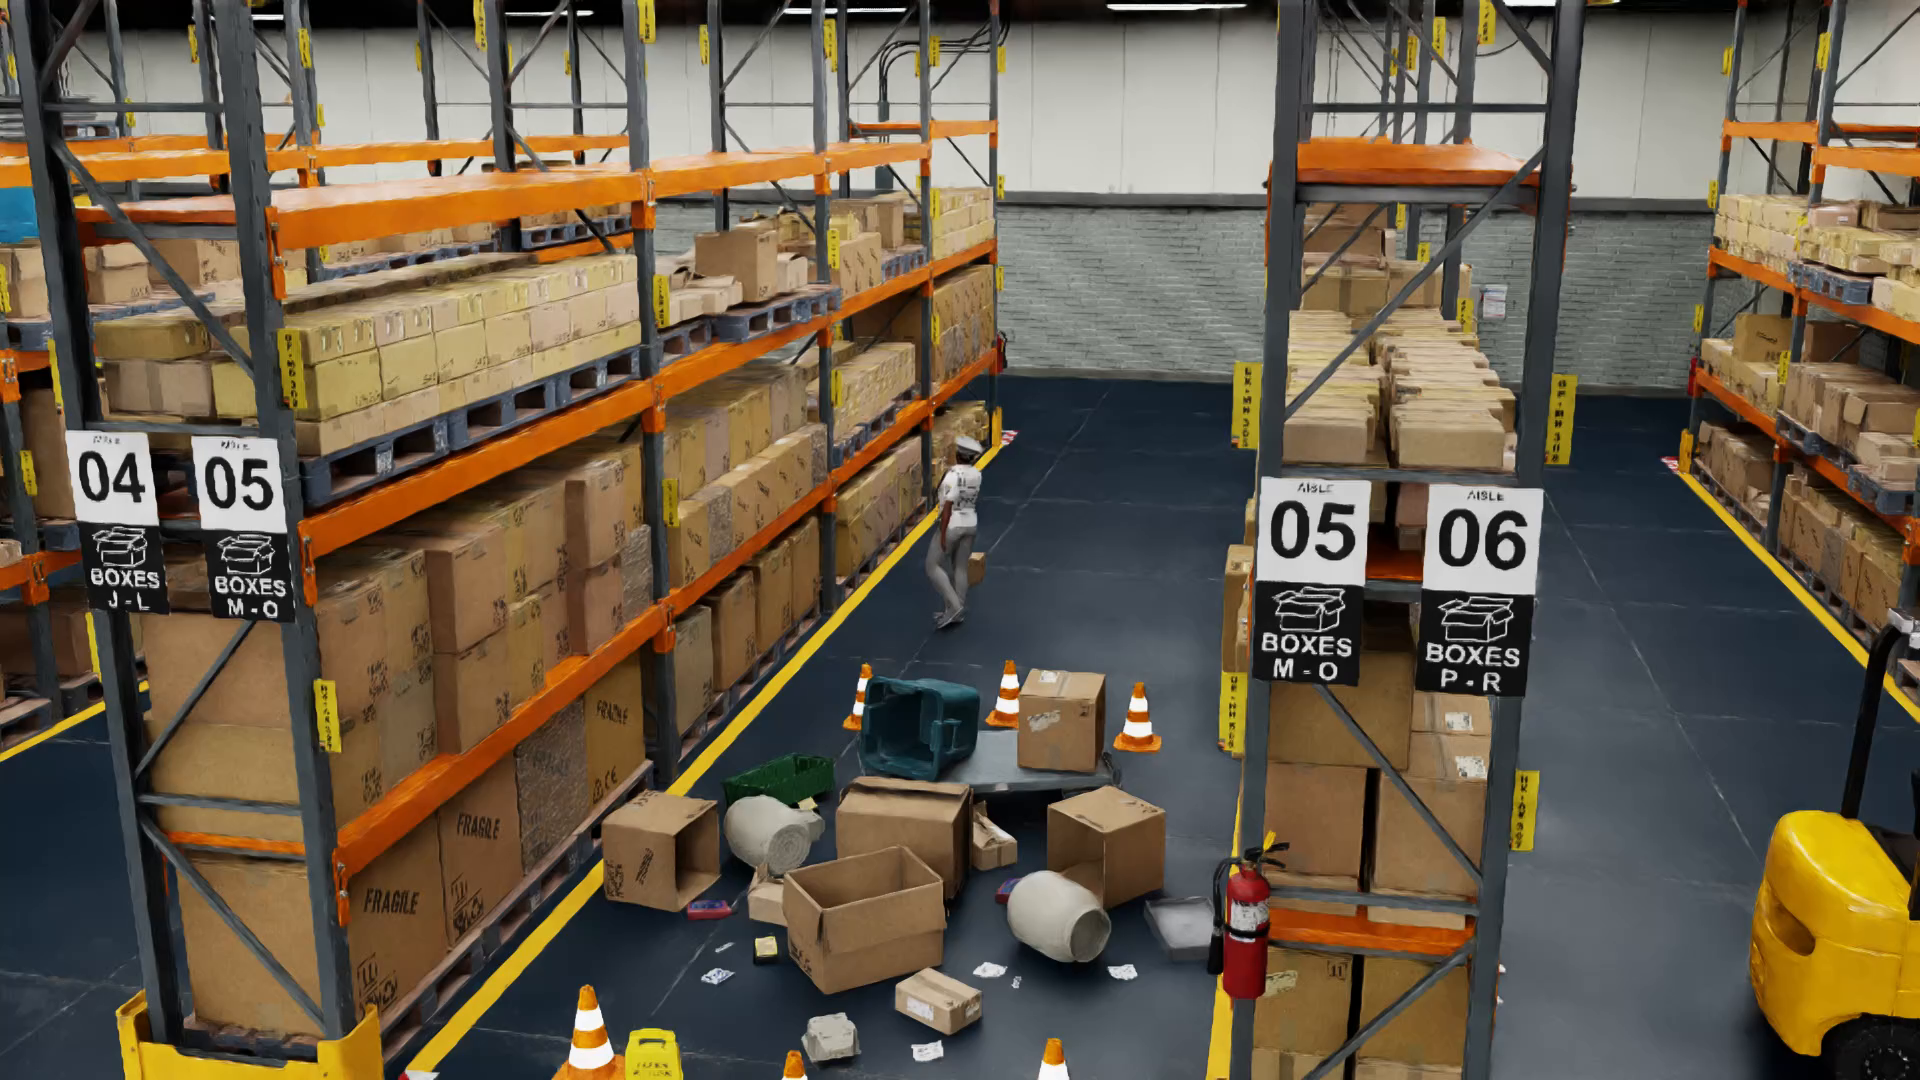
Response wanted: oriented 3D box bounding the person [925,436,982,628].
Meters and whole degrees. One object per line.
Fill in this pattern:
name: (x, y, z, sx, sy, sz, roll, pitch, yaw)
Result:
person: (-0.050, -0.078, 14.765, 0.410, 1.664, 0.570, 12, 19, 39)
